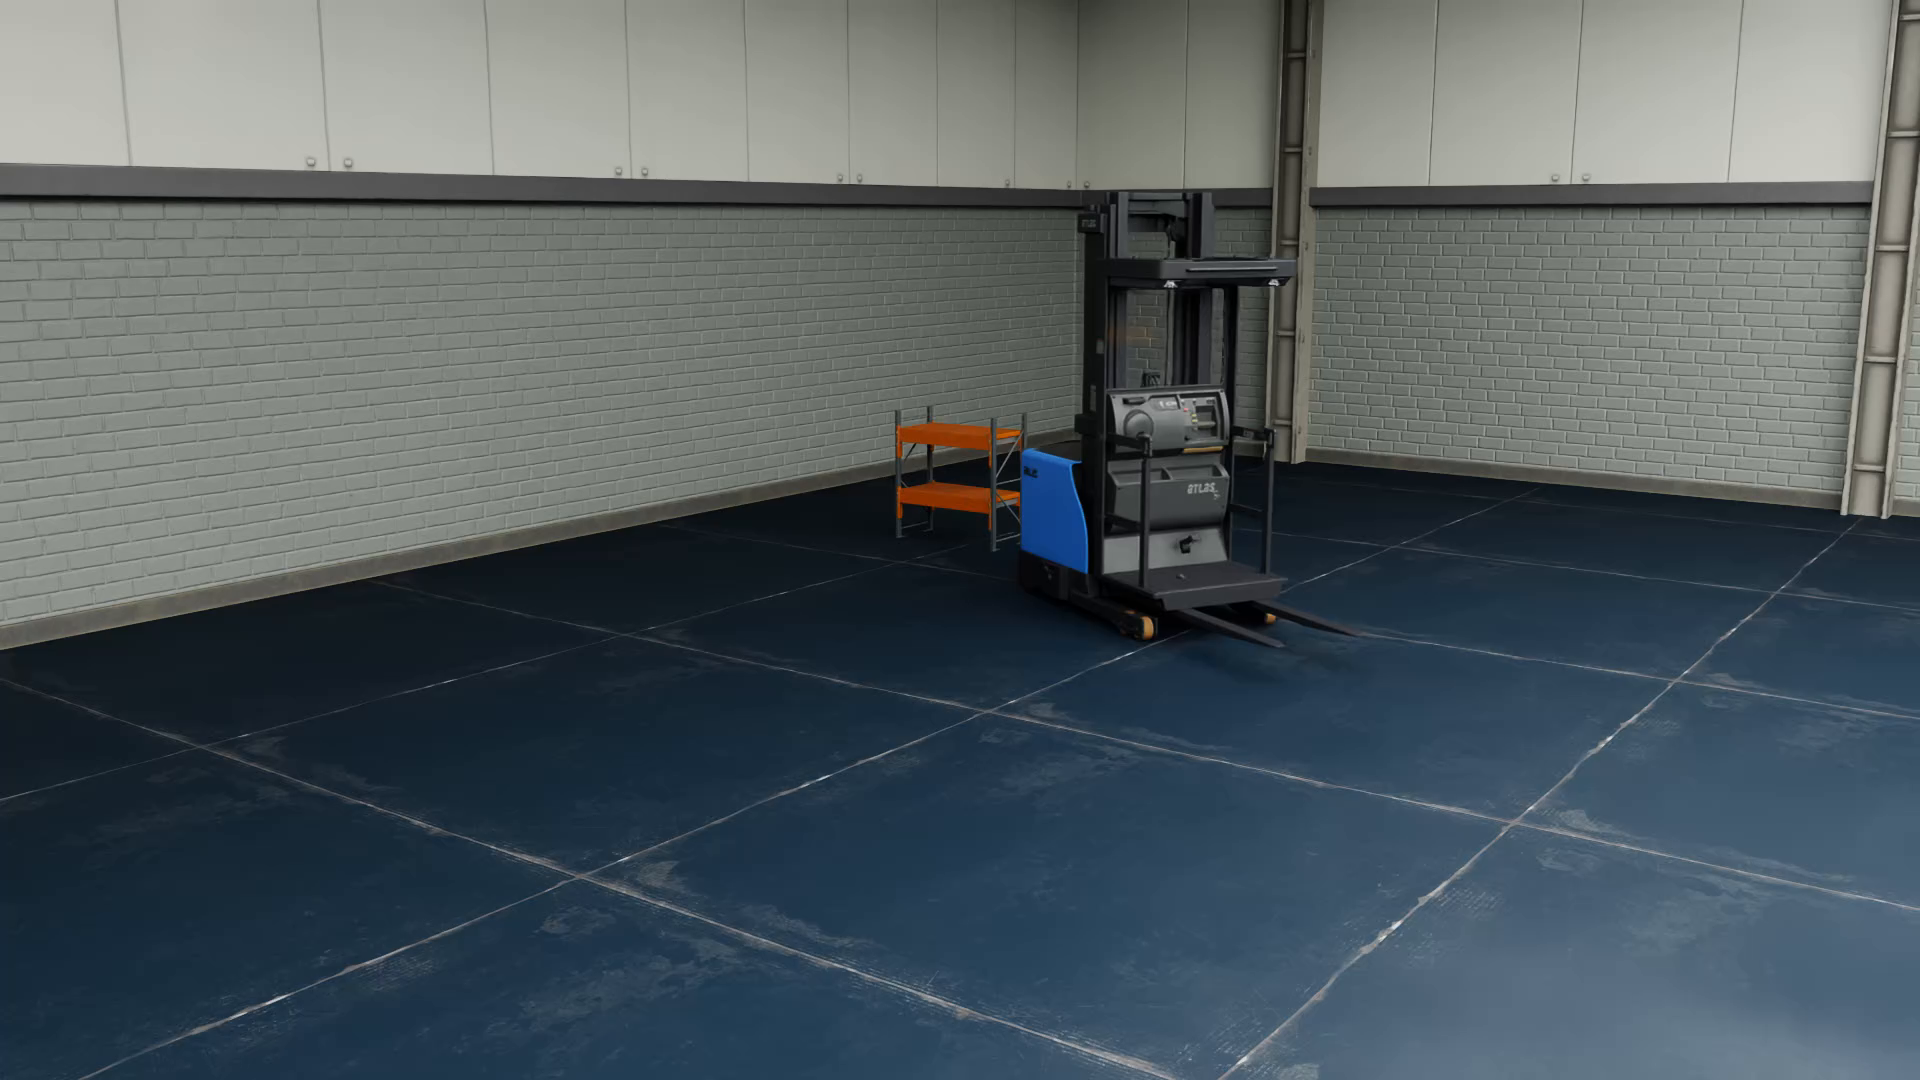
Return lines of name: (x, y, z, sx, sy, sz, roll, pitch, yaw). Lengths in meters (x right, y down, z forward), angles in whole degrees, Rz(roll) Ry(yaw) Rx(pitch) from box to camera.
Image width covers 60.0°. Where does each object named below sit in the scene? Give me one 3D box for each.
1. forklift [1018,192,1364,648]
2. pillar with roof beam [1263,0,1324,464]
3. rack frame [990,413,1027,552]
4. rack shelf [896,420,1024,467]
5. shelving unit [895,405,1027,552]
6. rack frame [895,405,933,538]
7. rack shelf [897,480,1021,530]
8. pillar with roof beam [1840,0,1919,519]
forklift: (1.544, -0.862, 11.271, 1.130, 2.935, 3.031, -5, 12, -26)
pillar with roof beam: (1.216, -4.676, 15.010, 0.400, 9.000, 9.100, 8, 13, 36)
rack frame: (0.415, -0.494, 14.124, 0.032, 1.125, 0.500, 8, 13, 36)
rack shelf: (0.005, -0.839, 14.363, 1.000, 0.278, 0.538, 8, 13, 36)
shelving unit: (0.005, -0.552, 14.419, 1.048, 1.125, 0.538, 8, 13, 36)
rack frame: (-0.404, -0.609, 14.714, 0.032, 1.125, 0.500, 8, 13, 36)
rack shelf: (0.005, -0.311, 14.465, 1.000, 0.278, 0.538, 8, 13, 36)
pillar with roof beam: (6.052, -4.002, 11.524, 0.400, 9.000, 9.100, 8, 13, 36)
